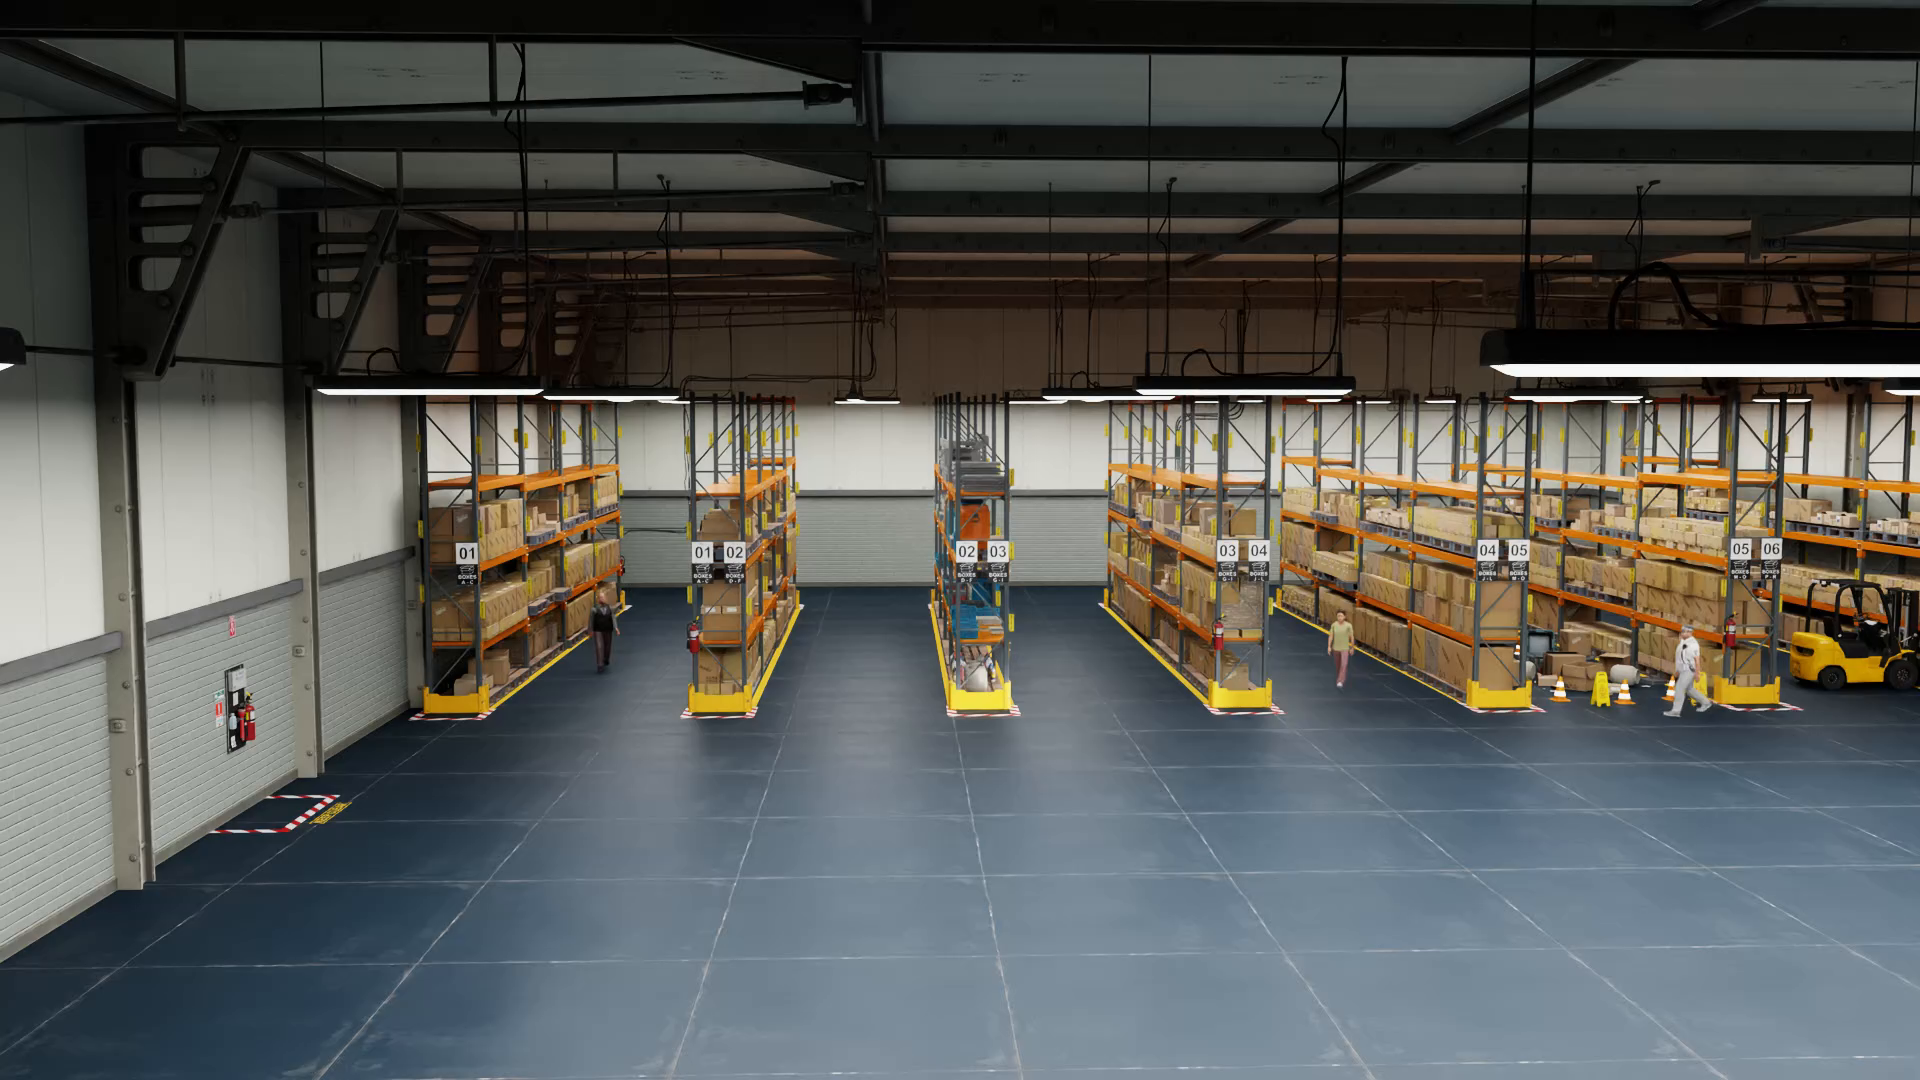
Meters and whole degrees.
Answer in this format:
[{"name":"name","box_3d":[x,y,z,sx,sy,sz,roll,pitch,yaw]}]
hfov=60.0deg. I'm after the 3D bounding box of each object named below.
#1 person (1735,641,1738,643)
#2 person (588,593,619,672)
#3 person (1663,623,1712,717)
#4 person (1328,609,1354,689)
[{"name":"person","box_3d":[18.264,1.676,39.466,0.577,1.781,0.616,-2,5,-20]},{"name":"person","box_3d":[-7.730,1.984,36.065,0.642,1.678,1.046,-1,5,-17]},{"name":"person","box_3d":[13.456,2.393,30.671,1.019,1.727,0.538,0,5,-3]},{"name":"person","box_3d":[7.662,2.206,33.582,0.470,1.614,1.075,3,5,32]}]
